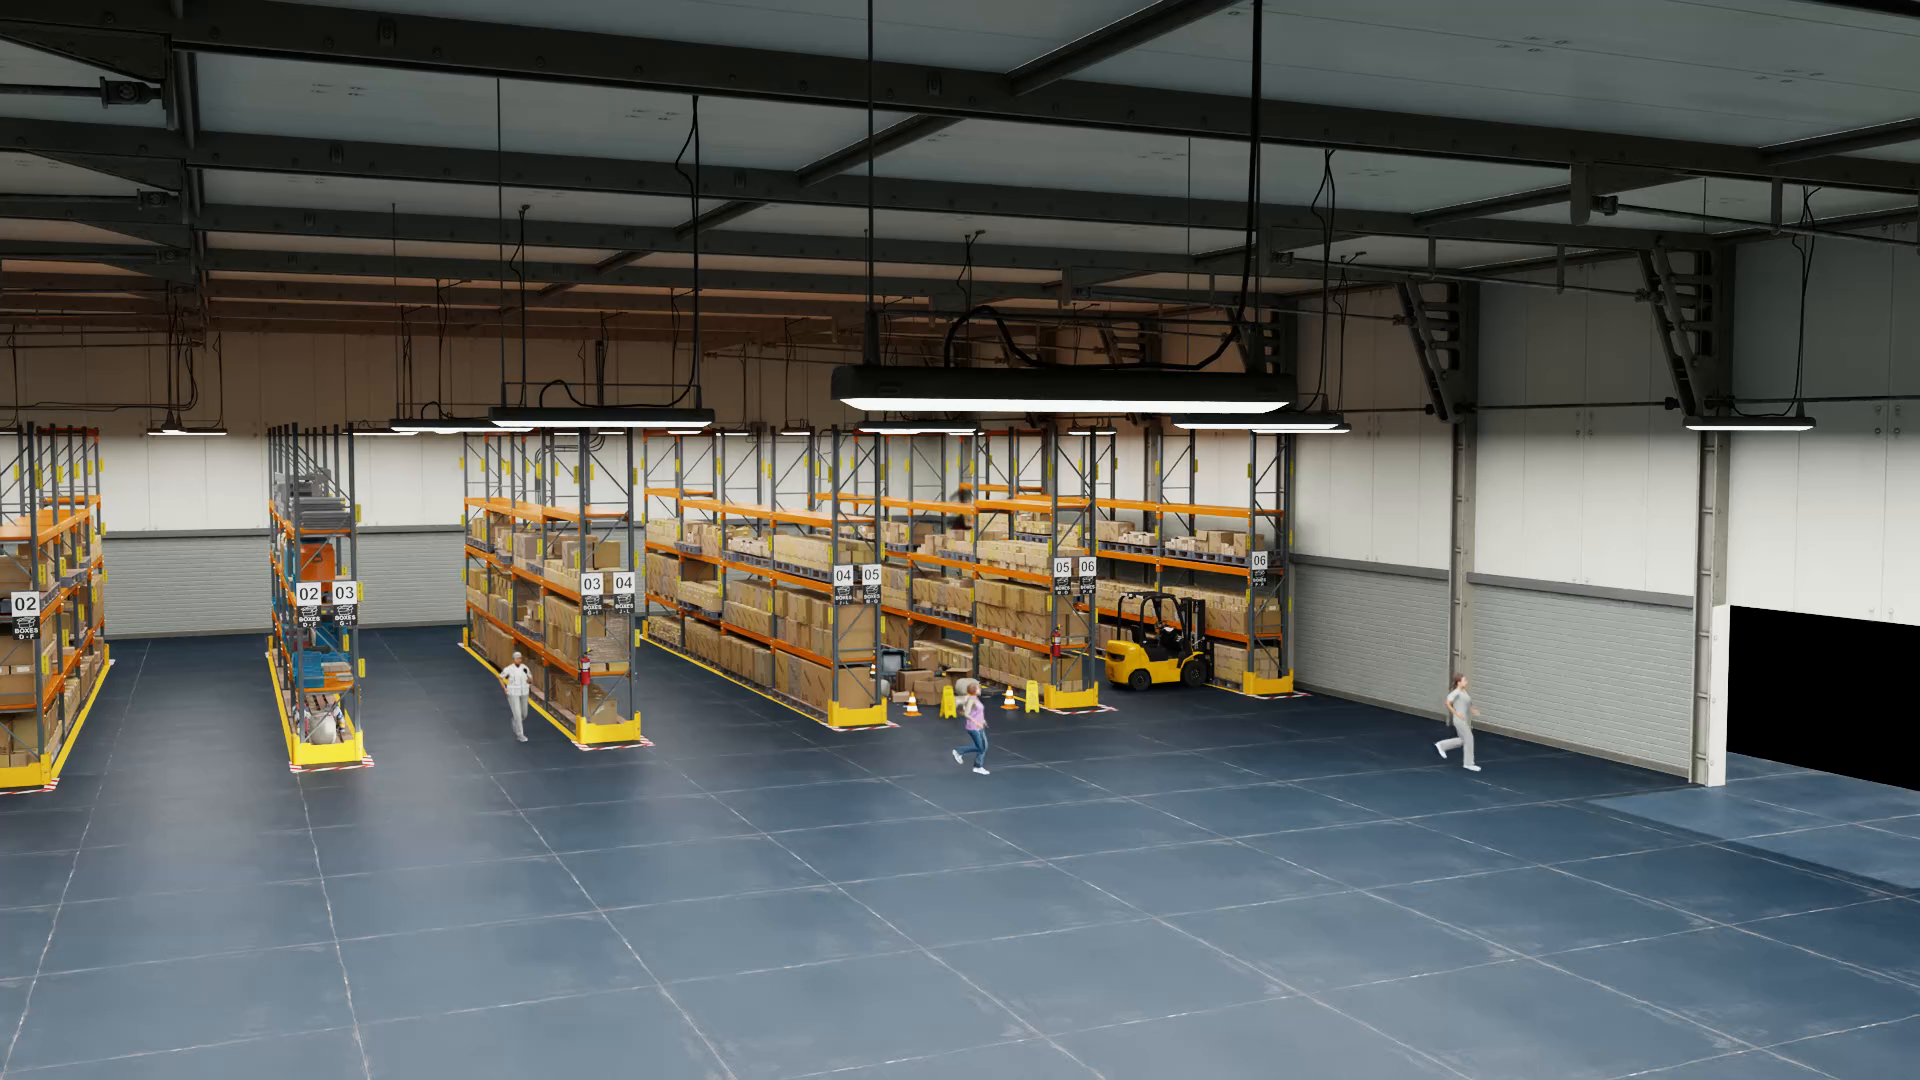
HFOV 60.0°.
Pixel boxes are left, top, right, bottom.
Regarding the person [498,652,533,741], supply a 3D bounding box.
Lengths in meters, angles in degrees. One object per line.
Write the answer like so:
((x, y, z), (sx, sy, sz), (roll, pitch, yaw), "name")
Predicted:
((-8.418, 2.950, 31.638), (0.614, 1.645, 0.929), (-3, 5, -40), "person")

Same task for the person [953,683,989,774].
((0.198, 3.224, 28.472), (0.623, 1.552, 0.545), (1, 4, 14), "person")

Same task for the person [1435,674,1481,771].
((8.642, 3.146, 28.856), (0.818, 1.660, 0.566), (2, 4, 34), "person")
